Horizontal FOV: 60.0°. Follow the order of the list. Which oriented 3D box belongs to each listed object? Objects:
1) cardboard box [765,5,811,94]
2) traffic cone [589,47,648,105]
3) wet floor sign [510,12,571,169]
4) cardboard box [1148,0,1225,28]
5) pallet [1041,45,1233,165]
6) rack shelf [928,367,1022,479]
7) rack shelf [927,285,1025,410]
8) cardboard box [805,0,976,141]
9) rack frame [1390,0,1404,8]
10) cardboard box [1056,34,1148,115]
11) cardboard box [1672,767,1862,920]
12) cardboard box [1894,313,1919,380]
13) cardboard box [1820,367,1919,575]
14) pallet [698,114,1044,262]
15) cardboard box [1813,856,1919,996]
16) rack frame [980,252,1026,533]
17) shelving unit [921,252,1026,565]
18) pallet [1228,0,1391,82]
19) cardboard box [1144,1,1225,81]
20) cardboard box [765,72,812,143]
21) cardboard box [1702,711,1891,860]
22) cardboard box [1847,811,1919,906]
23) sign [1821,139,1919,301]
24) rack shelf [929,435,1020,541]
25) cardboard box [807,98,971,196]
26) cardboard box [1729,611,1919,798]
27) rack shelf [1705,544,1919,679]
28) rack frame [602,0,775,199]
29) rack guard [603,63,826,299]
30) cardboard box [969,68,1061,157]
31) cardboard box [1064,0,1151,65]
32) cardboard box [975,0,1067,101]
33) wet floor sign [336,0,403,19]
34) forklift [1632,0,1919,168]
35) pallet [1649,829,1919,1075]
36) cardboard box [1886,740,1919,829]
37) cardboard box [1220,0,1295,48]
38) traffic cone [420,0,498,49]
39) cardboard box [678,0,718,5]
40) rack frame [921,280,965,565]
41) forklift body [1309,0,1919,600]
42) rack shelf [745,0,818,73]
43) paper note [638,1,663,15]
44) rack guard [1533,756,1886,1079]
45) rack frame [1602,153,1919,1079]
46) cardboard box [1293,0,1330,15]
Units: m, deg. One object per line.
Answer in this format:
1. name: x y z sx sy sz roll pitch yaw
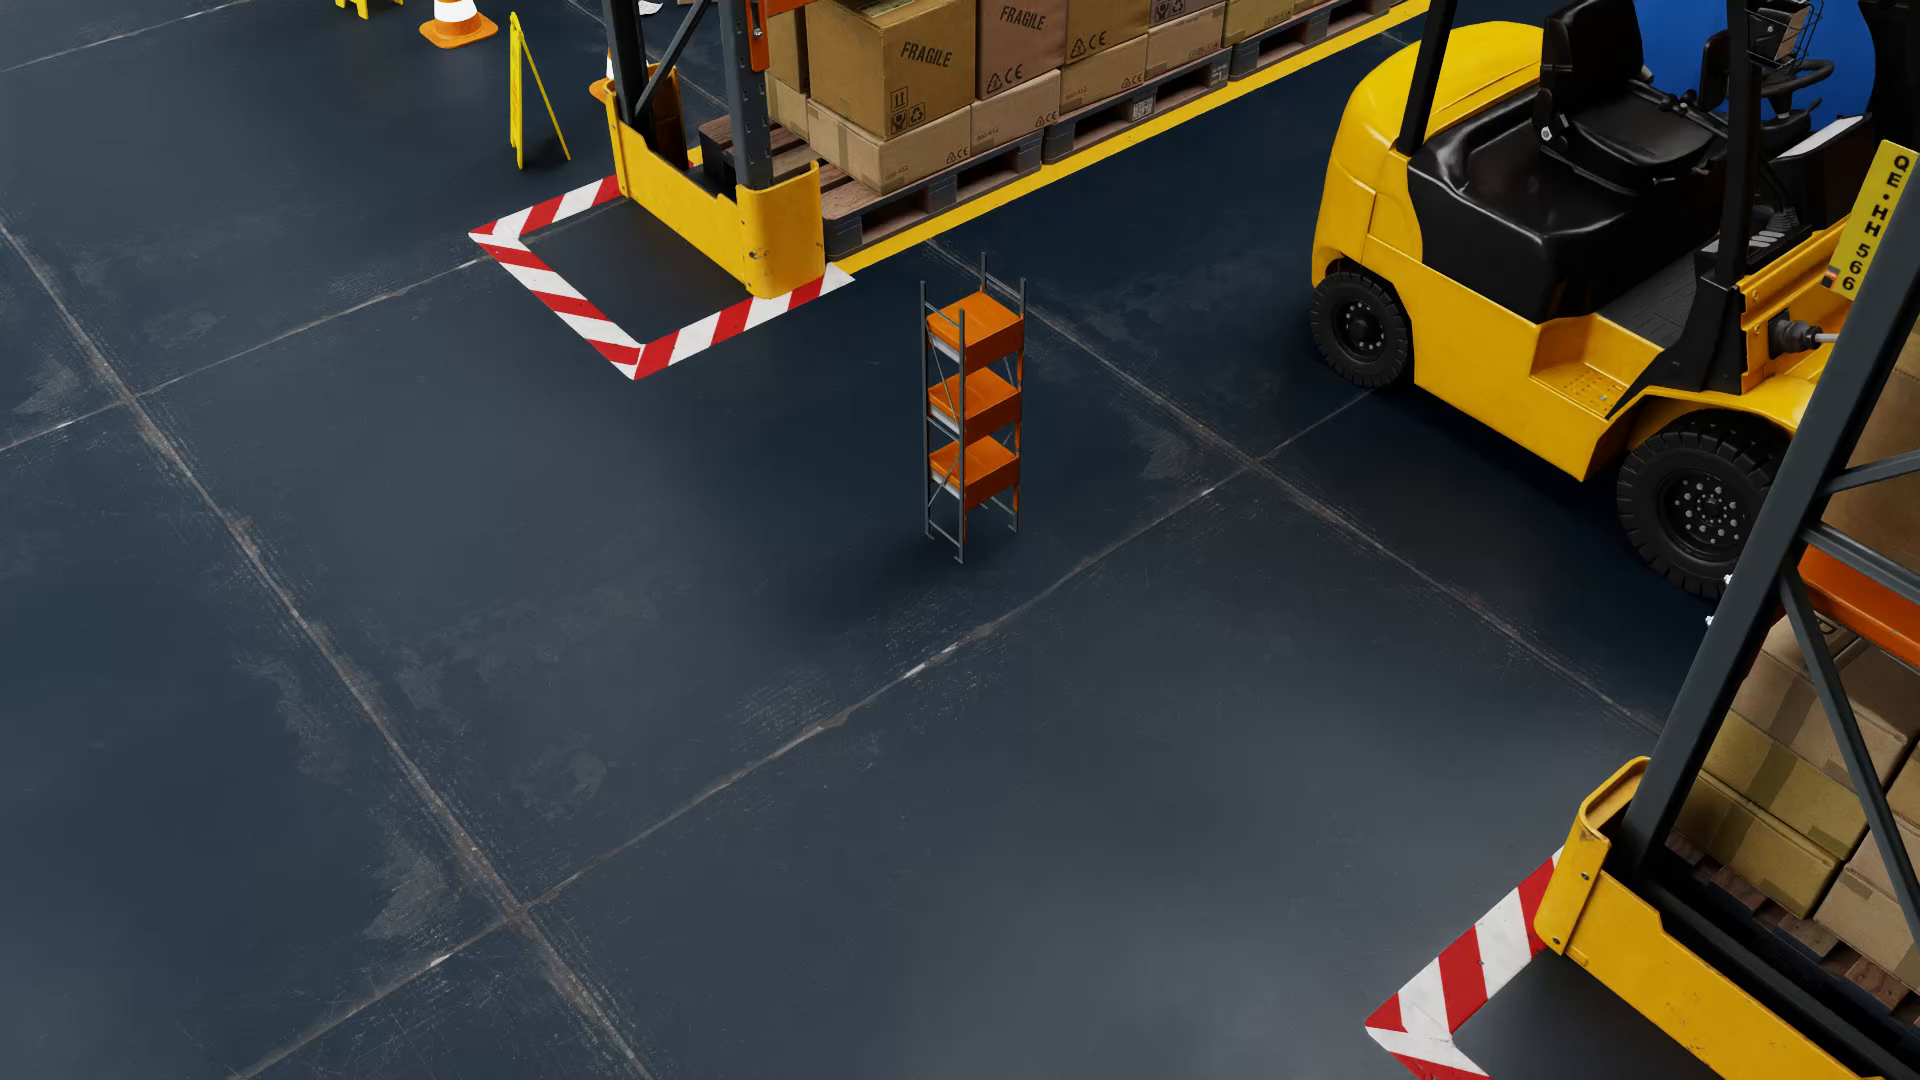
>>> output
1. cardboard box: -0.652 -2.321 7.184 0.500 0.500 0.500 -29 51 -28
2. traffic cone: -1.597 -2.349 7.914 0.334 0.463 0.336 -30 51 -28
3. wet floor sign: -1.931 -2.028 7.438 0.232 0.644 0.267 -14 45 -14
4. cardboard box: 0.908 -2.739 7.629 0.500 0.500 0.500 -27 50 -26
5. pallet: 0.540 -2.296 8.041 1.213 0.211 1.003 -30 51 -28
6. rack shelf: 0.041 -0.399 5.423 0.240 0.259 0.215 -30 51 -28
7. rack shelf: 0.041 -0.605 5.229 0.240 0.259 0.215 -30 51 -28
8. cardboard box: -0.285 -2.052 6.898 0.500 0.500 0.500 -32 52 -29
9. rack frame: 1.969 -4.165 7.993 0.127 3.000 1.000 -30 51 -28
10. cardboard box: 0.504 -2.234 7.640 0.500 0.250 0.500 -26 49 -25
11. cardboard box: 2.246 0.674 4.543 0.500 0.250 0.500 -29 51 -28
12. cardboard box: 2.175 -0.375 3.412 0.250 0.149 0.380 -29 50 -27
13. cardboard box: 2.297 -0.193 3.692 0.500 0.500 0.500 -31 51 -29
14. pallet: -0.395 -1.763 7.473 1.213 0.211 1.003 -30 51 -28
15. cardboard box: 2.591 0.933 4.267 0.500 0.250 0.500 -30 51 -28
16. rack frame: 0.135 -0.460 5.473 0.008 1.050 0.200 -30 51 -28
17. shelving unit: 0.041 -0.406 5.416 0.252 1.050 0.215 -30 51 -28
18. pallet: 1.477 -2.835 8.614 1.213 0.211 1.003 -30 51 -28
19. cardboard box: 0.893 -2.455 7.874 0.500 0.250 0.500 -29 50 -27
20. cardboard box: -0.633 -2.065 7.460 0.500 0.250 0.500 -30 51 -28
21. cardboard box: 2.261 0.486 4.378 0.500 0.250 0.500 -30 51 -28
22. cardboard box: 2.582 0.767 4.079 0.500 0.250 0.500 -29 50 -27
23. sign: 1.751 -0.602 3.182 0.005 0.325 0.100 -30 51 -28
24. rack shelf: 0.041 -0.196 5.613 0.240 0.259 0.215 -30 51 -28
25. cardboard box: -0.303 -1.768 7.143 0.500 0.250 0.500 -30 51 -28
26. cardboard box: 2.241 0.316 4.194 0.500 0.250 0.500 -28 50 -27
27. rack shelf: 3.622 -0.419 4.531 4.000 0.370 1.077 -30 51 -28
28. rack frame: -1.099 -2.408 6.123 0.127 3.000 1.000 -30 51 -28
29. rack guard: -1.041 -1.530 7.014 0.348 0.500 1.175 -30 51 -28
30. cardboard box: 0.093 -1.988 7.377 0.500 0.250 0.500 -28 50 -27
31. cardboard box: 0.503 -2.500 7.375 0.500 0.500 0.500 -29 50 -27
32. cardboard box: 0.113 -2.284 7.145 0.500 0.500 0.500 -32 52 -29
33. wet floor sign: -3.104 -3.052 8.528 0.267 0.644 0.232 30 51 28
34. forklift: 4.460 -2.755 6.542 3.031 2.935 1.130 17 46 18
35. pallet: 2.648 0.856 4.685 1.213 0.211 1.003 -30 51 -28
36. cardboard box: 2.578 0.570 3.923 0.500 0.250 0.500 -31 51 -28
37. cardboard box: 1.286 -2.676 8.109 0.500 0.250 0.500 -31 51 -29
38. traffic cone: -2.570 -2.783 8.375 0.334 0.463 0.336 -30 51 -28
39. cardboard box: -1.390 -3.005 8.841 0.250 0.149 0.380 -7 44 -7
40. rack frame: -0.053 -0.353 5.359 0.008 1.050 0.200 -30 51 -28
41. forklift body: 2.372 -1.284 5.547 1.214 2.155 2.313 -30 51 -28
42. rack shelf: 0.435 -3.024 7.304 4.000 0.370 1.077 -30 51 -28
43. paper note: -1.651 -2.786 8.694 0.148 0.019 0.142 22 47 21
44. rack guard: 2.070 1.119 4.194 0.348 0.500 1.175 -30 51 -28
45. rack frame: 2.088 0.197 3.349 0.127 3.000 1.000 -30 51 -28
46. cardboard box: 1.688 -2.915 8.364 0.500 0.250 0.500 -28 50 -26
